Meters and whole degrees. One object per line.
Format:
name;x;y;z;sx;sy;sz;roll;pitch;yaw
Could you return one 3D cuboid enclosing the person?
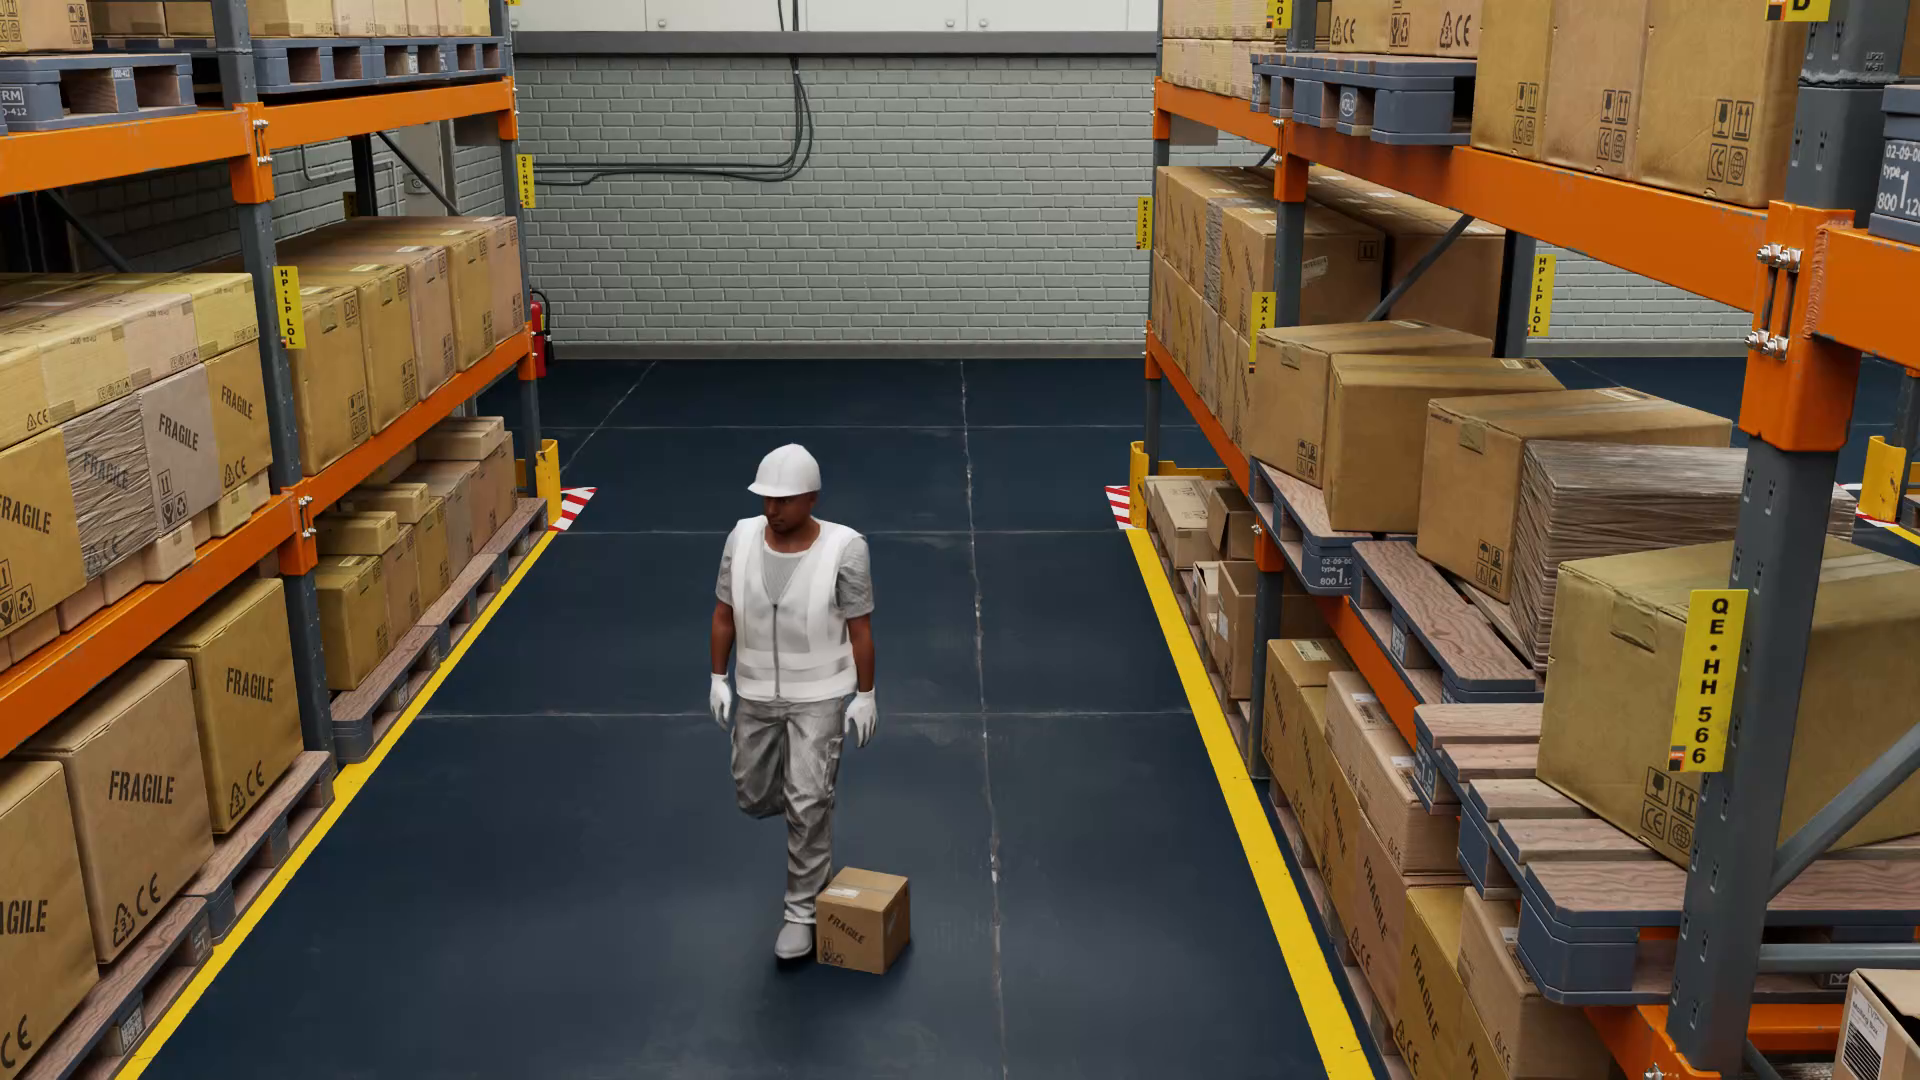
person;-0.577;0.509;5.796;0.601;1.759;0.781;5;18;16
